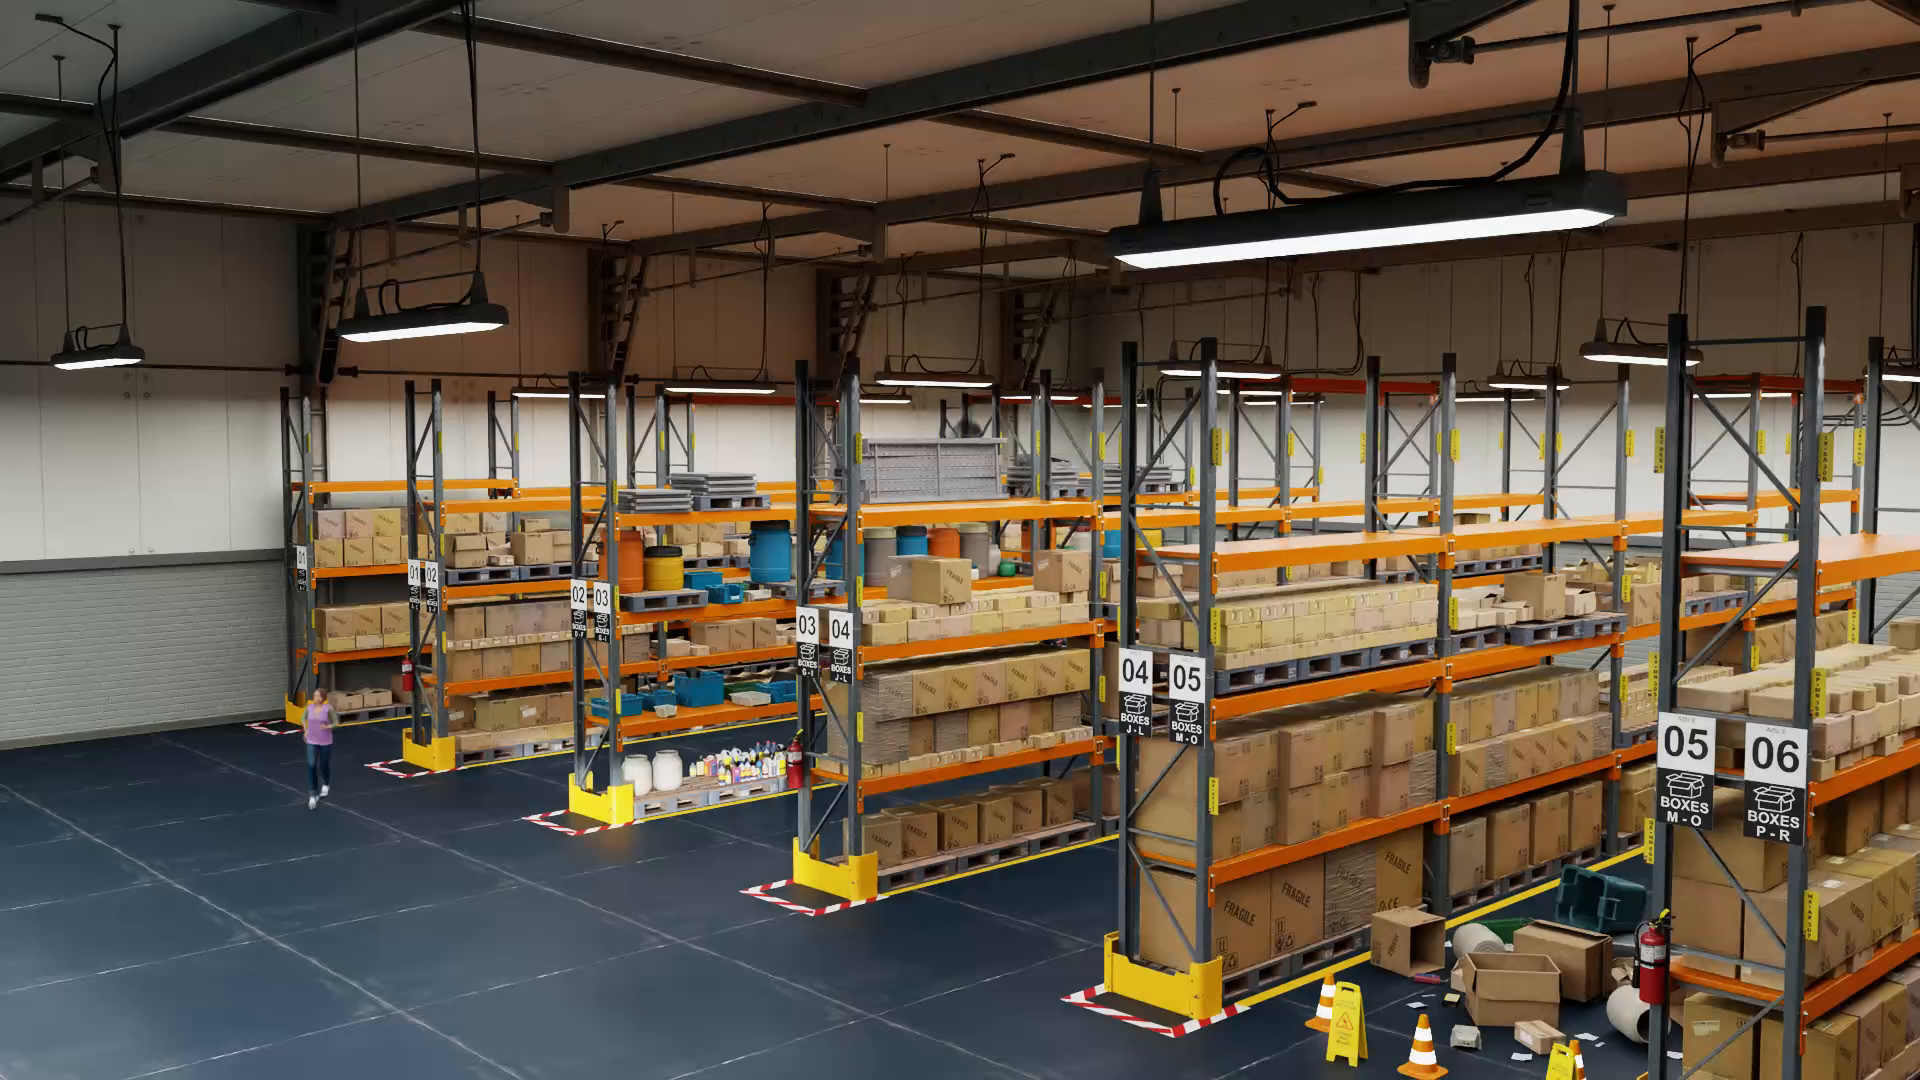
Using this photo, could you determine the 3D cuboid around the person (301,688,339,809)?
[{"bbox_3d":[-8.952,2.873,23.265,0.527,1.640,0.764,-1,4,-14],"label":"person"}]
